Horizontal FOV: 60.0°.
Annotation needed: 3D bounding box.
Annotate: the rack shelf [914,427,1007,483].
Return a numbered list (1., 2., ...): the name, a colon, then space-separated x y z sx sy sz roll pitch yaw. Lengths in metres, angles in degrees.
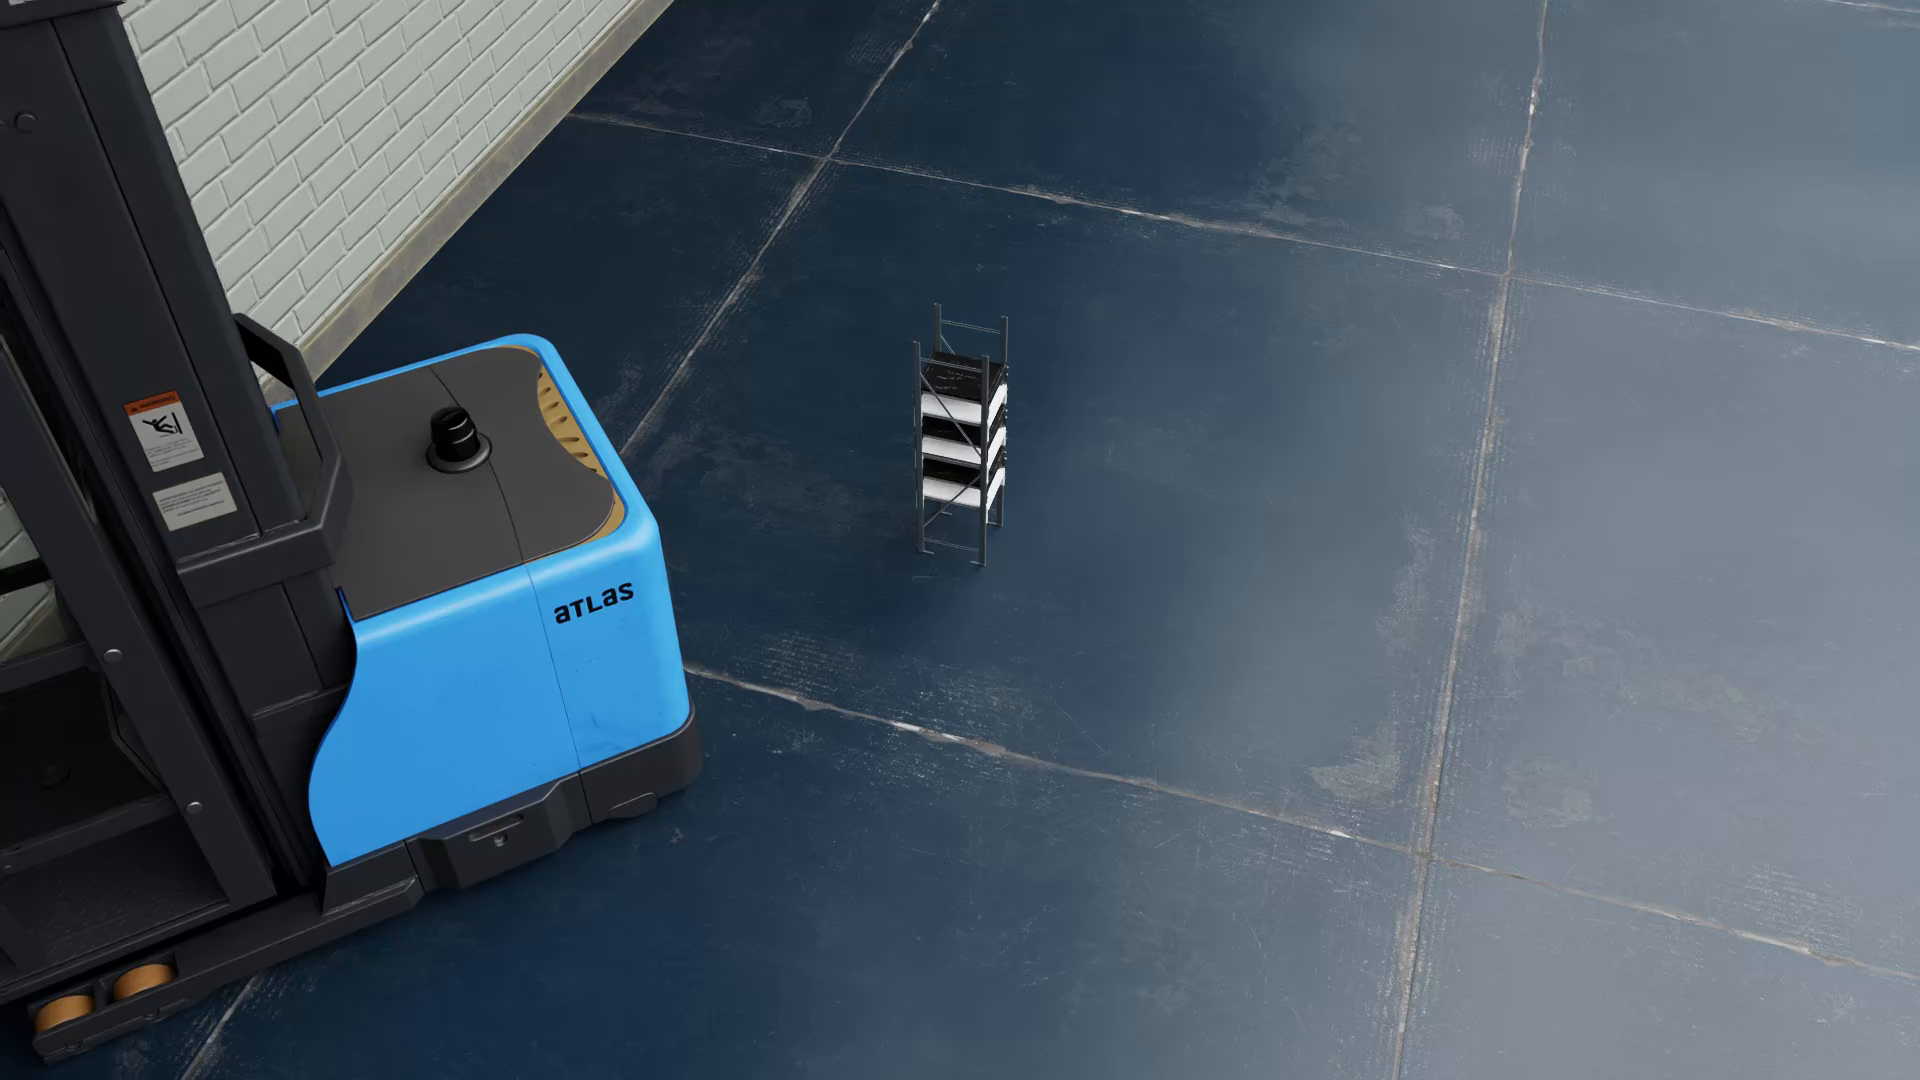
1. rack shelf: 0.002 -0.303 5.464 0.258 0.077 0.200 13 46 12

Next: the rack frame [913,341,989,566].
1. rack frame: -0.028 -0.259 5.372 0.240 0.900 0.006 13 46 12

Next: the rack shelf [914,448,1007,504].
1. rack shelf: 0.002 -0.239 5.527 0.258 0.077 0.200 13 46 12

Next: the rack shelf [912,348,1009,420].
1. rack shelf: 0.002 -0.496 5.275 0.258 0.077 0.200 13 46 12

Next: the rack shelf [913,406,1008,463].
1. rack shelf: 0.002 -0.368 5.401 0.258 0.077 0.200 13 46 12

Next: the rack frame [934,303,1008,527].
1. rack frame: 0.033 -0.395 5.510 0.240 0.900 0.006 13 46 12

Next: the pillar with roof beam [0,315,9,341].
1. pillar with roof beam: 1.466 -2.277 1.643 9.100 9.000 0.400 13 46 13

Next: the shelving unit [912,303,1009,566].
1. shelving unit: 0.002 -0.327 5.441 0.258 0.900 0.210 13 46 12

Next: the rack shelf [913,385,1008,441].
1. rack shelf: 0.002 -0.432 5.338 0.258 0.077 0.200 13 46 12

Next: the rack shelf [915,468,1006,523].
1. rack shelf: 0.002 -0.175 5.590 0.258 0.077 0.200 13 46 12

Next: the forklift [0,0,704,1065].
1. forklift: -2.311 -0.121 3.778 3.031 2.935 1.130 -21 48 -20
